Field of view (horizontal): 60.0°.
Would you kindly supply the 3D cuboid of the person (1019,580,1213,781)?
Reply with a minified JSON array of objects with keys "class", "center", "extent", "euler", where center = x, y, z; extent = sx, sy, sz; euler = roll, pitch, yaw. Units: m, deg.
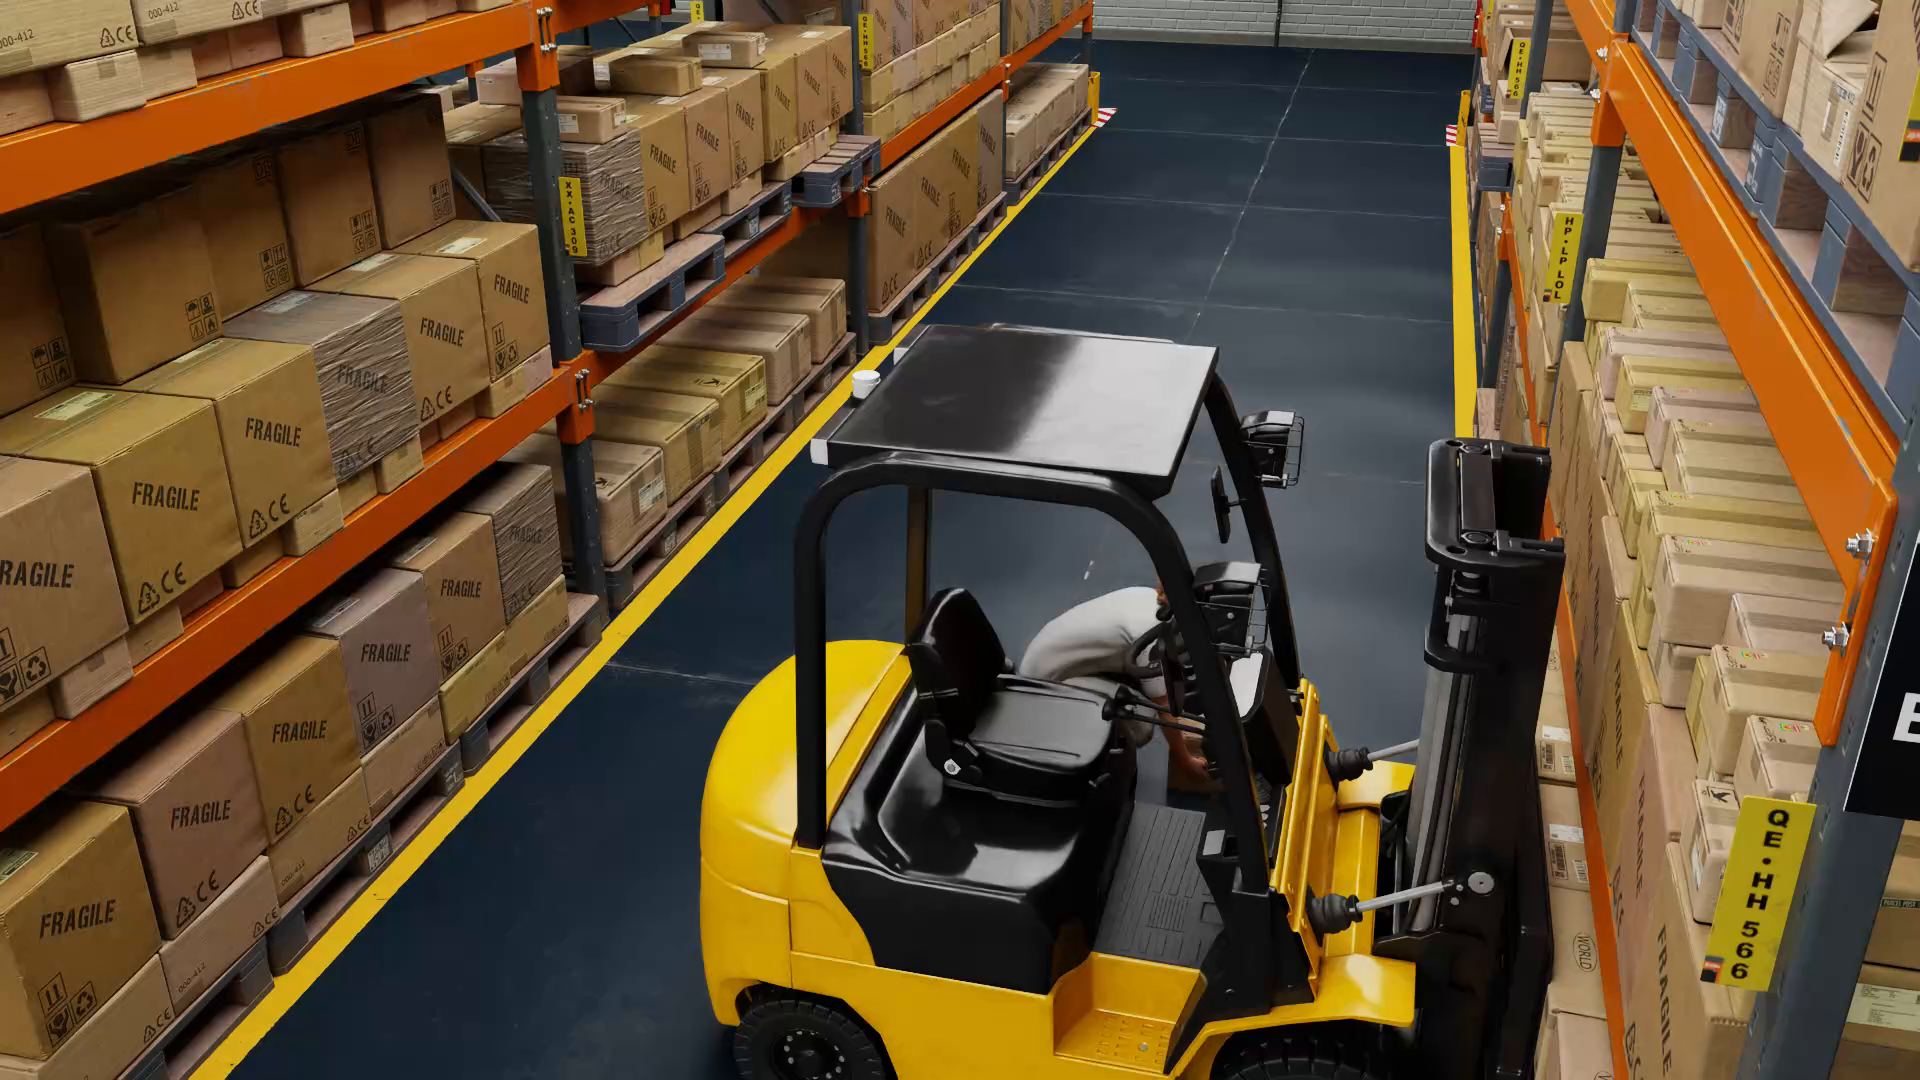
[{"class":"person","center":[0.640,0.524,6.494],"extent":[0.801,0.834,0.481],"euler":[6,26,13]}]
